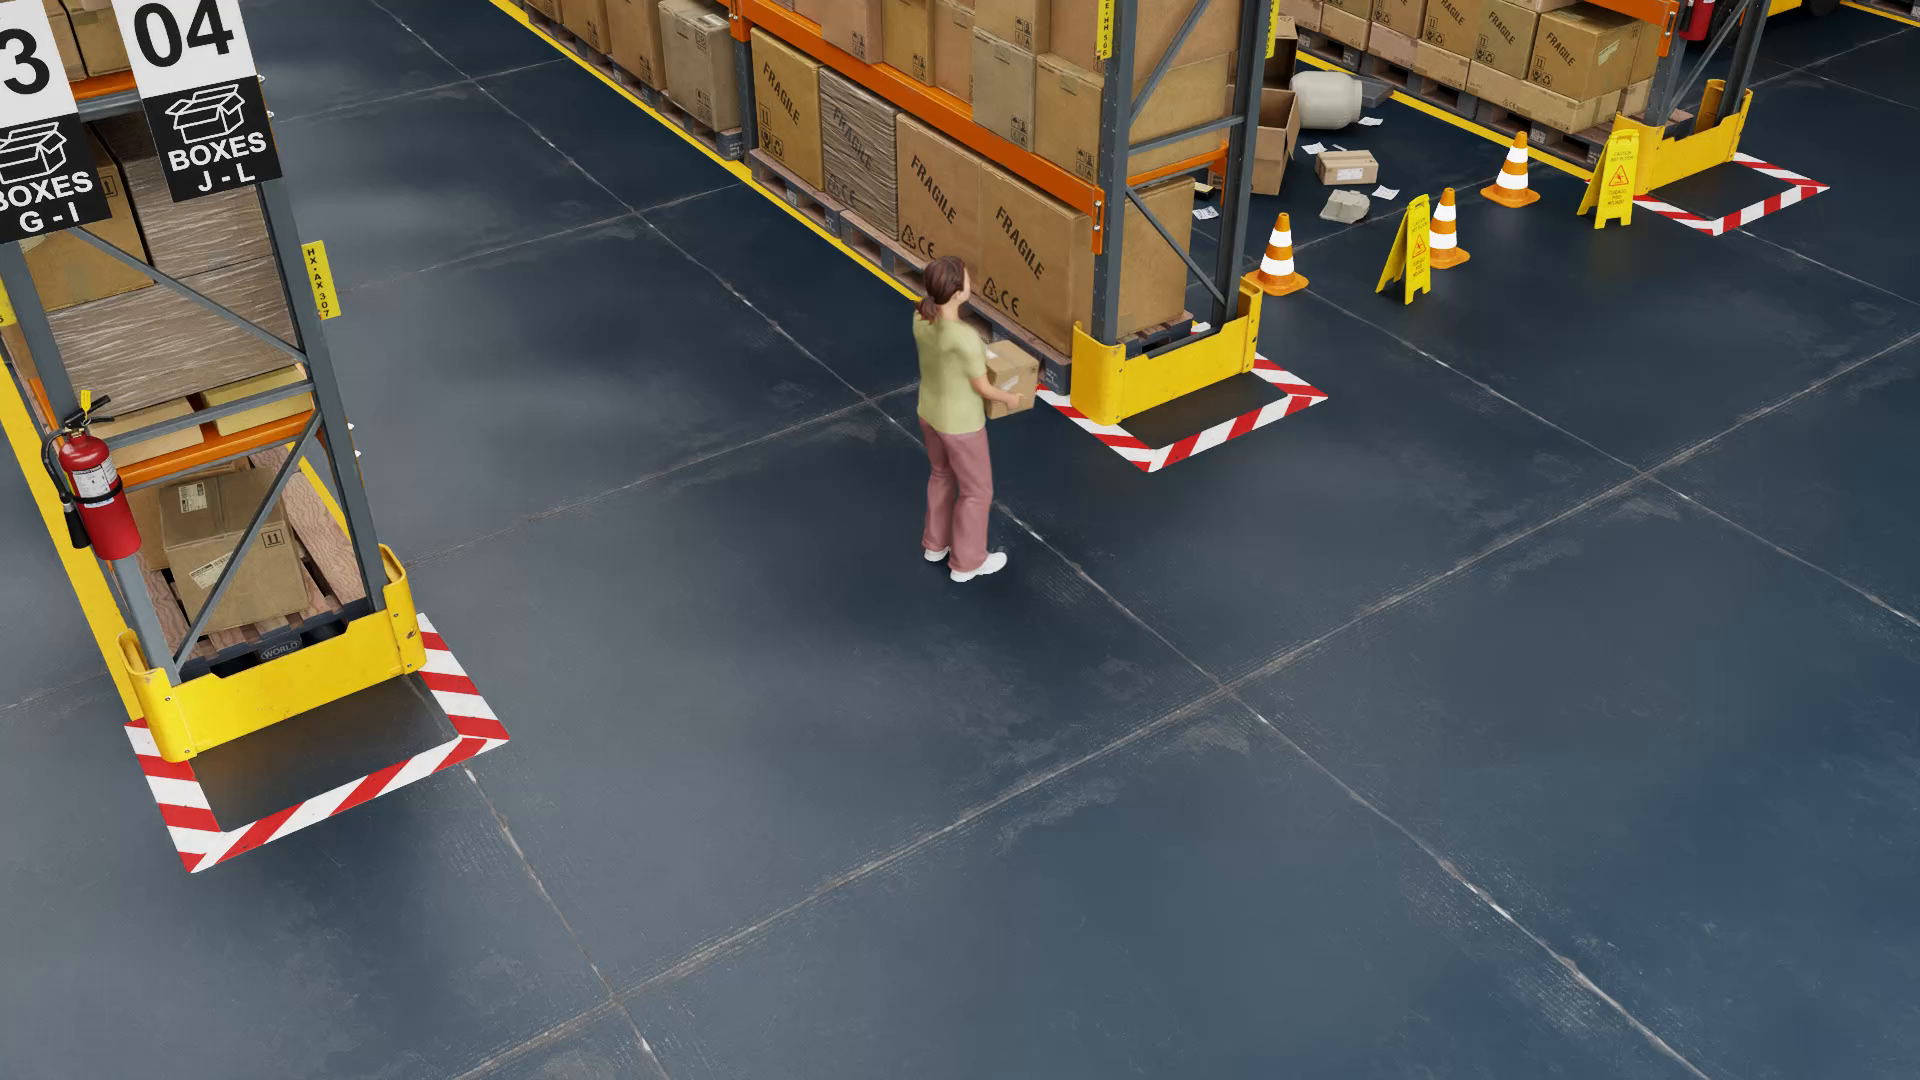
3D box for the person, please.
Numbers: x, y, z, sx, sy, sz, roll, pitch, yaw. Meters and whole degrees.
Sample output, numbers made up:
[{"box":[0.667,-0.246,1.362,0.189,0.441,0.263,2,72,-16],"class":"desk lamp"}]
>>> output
[{"box":[0.021,-0.584,7.791,0.511,1.673,0.456,-23,42,-28],"class":"person"}]
